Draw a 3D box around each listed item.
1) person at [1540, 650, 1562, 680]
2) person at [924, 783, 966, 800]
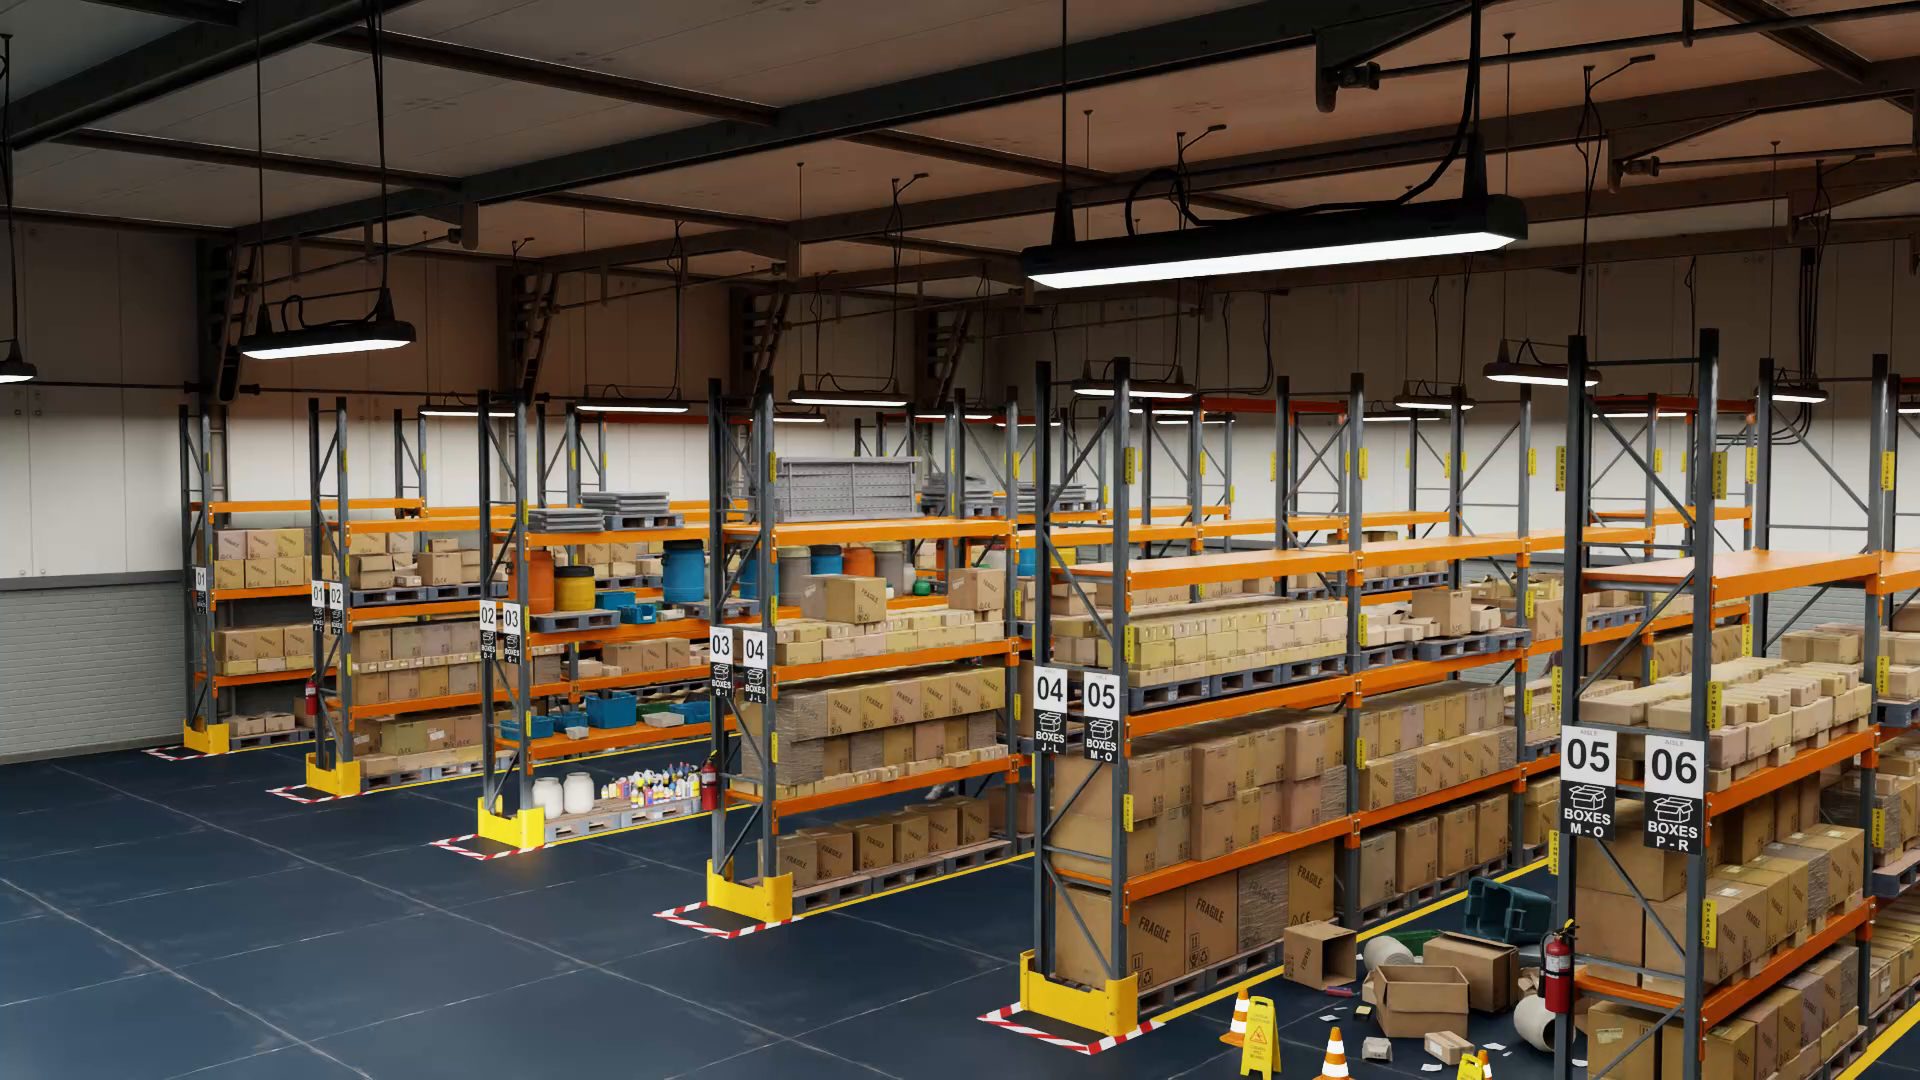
[{"bbox_3d":[11.495,2.596,31.944,1.126,1.715,0.640,-1,3,-11],"label":"person"},{"bbox_3d":[-0.261,2.951,24.916,0.901,1.743,0.570,-2,4,-34],"label":"person"}]
